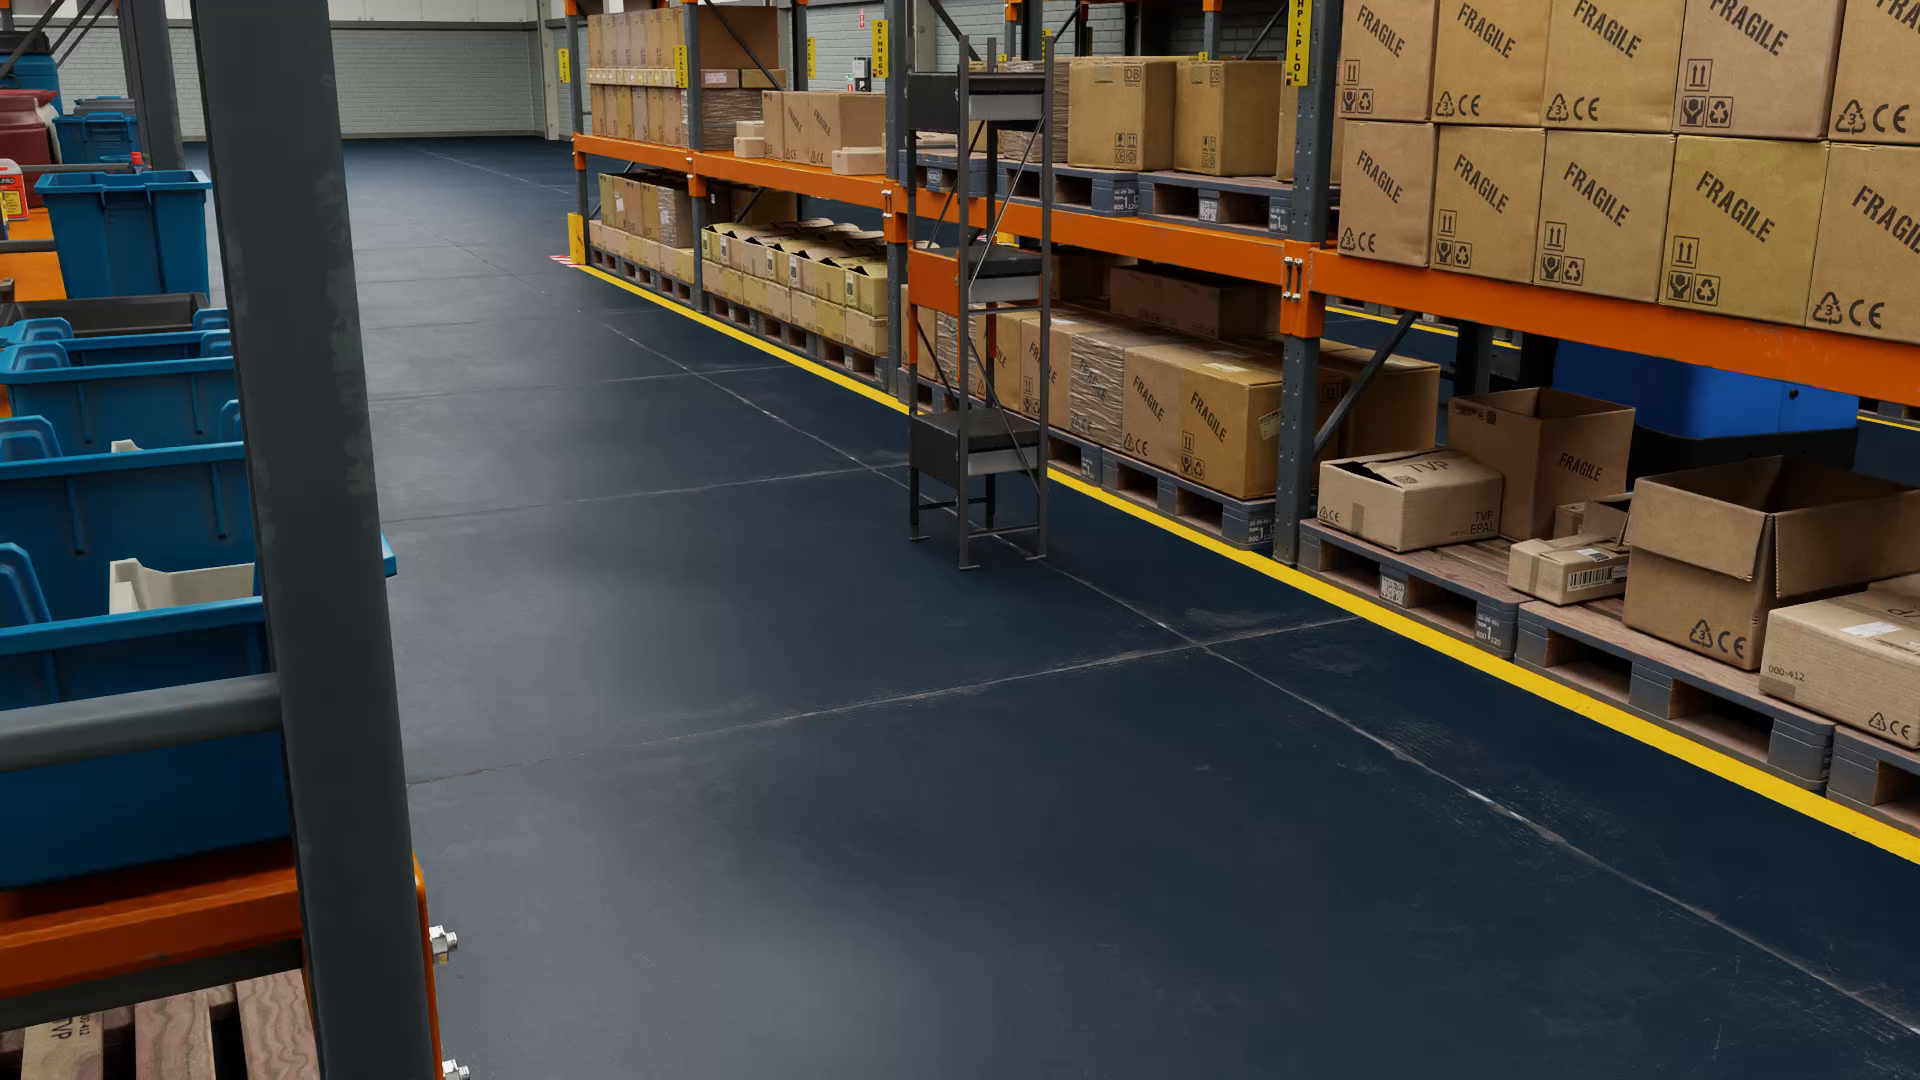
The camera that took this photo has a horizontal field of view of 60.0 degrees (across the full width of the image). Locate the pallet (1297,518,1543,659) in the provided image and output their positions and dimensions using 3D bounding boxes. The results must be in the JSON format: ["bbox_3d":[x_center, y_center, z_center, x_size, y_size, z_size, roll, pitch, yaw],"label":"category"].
[{"bbox_3d":[2.081,0.108,6.492,1.003,0.211,1.213,-8,18,-25],"label":"pallet"}]

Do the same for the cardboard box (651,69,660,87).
[{"bbox_3d":[-2.480,-4.040,14.535,0.380,0.149,0.250,-8,18,-25],"label":"cardboard box"}]

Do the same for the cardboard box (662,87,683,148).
[{"bbox_3d":[-2.161,-3.674,14.434,0.700,0.500,0.500,-8,18,-25],"label":"cardboard box"}]

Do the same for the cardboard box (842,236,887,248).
[{"bbox_3d":[-0.622,-2.093,12.314,0.500,0.311,0.500,-8,18,-26],"label":"cardboard box"}]

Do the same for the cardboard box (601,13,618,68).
[{"bbox_3d":[-3.025,-4.790,15.971,0.700,0.500,0.500,-8,18,-26],"label":"cardboard box"}]

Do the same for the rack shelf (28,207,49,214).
[{"bbox_3d":[-5.302,-1.947,9.902,1.077,0.370,4.000,-8,18,-25],"label":"rack shelf"}]

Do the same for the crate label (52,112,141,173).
[{"bbox_3d":[-4.618,-2.093,9.042,0.502,0.435,0.616,-8,18,-25],"label":"crate label"}]

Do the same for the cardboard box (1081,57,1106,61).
[{"bbox_3d":[1.579,-4.742,17.213,0.500,0.500,0.500,-7,17,-23],"label":"cardboard box"}]

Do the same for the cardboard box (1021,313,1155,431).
[{"bbox_3d":[0.654,-0.874,8.594,0.500,0.500,0.500,-8,18,-27],"label":"cardboard box"}]

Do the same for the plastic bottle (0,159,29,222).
[{"bbox_3d":[-4.390,-1.609,7.646,0.152,0.276,0.135,-8,18,-25],"label":"plastic bottle"}]

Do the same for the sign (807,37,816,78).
[{"bbox_3d":[-1.240,-3.973,13.702,0.100,0.325,0.005,-8,18,-25],"label":"sign"}]

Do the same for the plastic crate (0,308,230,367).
[{"bbox_3d":[-1.441,-0.264,2.926,0.416,0.233,0.300,-8,18,-25],"label":"plastic crate"}]

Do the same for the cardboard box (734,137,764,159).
[{"bbox_3d":[-1.519,-3.021,12.797,0.380,0.149,0.250,-8,18,-25],"label":"cardboard box"}]

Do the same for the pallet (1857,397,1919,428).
[{"bbox_3d":[5.827,-0.844,9.810,1.003,0.211,1.213,-8,18,-25],"label":"pallet"}]

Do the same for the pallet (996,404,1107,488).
[{"bbox_3d":[0.852,-0.563,8.828,1.003,0.211,1.213,-8,18,-25],"label":"pallet"}]

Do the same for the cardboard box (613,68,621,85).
[{"bbox_3d":[-3.044,-4.359,15.646,0.380,0.149,0.250,-8,18,-27],"label":"cardboard box"}]

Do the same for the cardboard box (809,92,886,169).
[{"bbox_3d":[-0.721,-2.857,11.587,0.500,0.500,0.500,-9,18,-28],"label":"cardboard box"}]

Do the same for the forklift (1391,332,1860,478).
[{"bbox_3d":[3.463,-2.015,8.958,1.130,2.935,3.031,-5,17,-15],"label":"forklift"}]

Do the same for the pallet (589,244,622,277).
[{"bbox_3d":[-3.103,-2.854,16.811,1.003,0.211,1.213,-8,18,-25],"label":"pallet"}]

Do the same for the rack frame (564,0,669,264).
[{"bbox_3d":[-3.476,-4.378,17.070,1.000,3.000,0.127,-8,18,-25],"label":"rack frame"}]

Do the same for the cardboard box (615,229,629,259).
[{"bbox_3d":[-3.000,-2.851,15.972,0.500,0.250,0.500,-8,18,-25],"label":"cardboard box"}]

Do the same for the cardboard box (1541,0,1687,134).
[{"bbox_3d":[2.186,-1.525,5.134,0.500,0.500,0.500,-8,18,-27],"label":"cardboard box"}]

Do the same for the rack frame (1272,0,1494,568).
[{"bbox_3d":[1.781,-1.403,6.701,1.000,3.000,0.127,-8,18,-25],"label":"rack frame"}]

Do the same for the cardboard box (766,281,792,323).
[{"bbox_3d":[-1.096,-1.756,12.154,0.500,0.250,0.500,-7,18,-24],"label":"cardboard box"}]

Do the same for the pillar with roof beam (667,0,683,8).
[{"bbox_3d":[-9.696,-11.736,31.831,9.100,9.000,0.400,-8,18,-25],"label":"pillar with roof beam"}]

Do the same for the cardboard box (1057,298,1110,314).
[{"bbox_3d":[0.876,-1.073,9.285,0.500,0.500,0.500,-8,18,-27],"label":"cardboard box"}]

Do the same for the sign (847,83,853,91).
[{"bbox_3d":[-1.767,-7.181,26.770,0.001,0.329,0.234,-8,18,-25],"label":"sign"}]

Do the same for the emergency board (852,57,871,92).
[{"bbox_3d":[-1.617,-7.014,26.254,0.194,1.169,0.643,-8,18,-25],"label":"emergency board"}]

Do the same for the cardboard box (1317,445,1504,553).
[{"bbox_3d":[1.771,-0.192,6.558,0.500,0.311,0.500,-8,18,-25],"label":"cardboard box"}]

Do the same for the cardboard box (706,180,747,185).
[{"bbox_3d":[-2.084,-3.028,15.228,0.500,0.500,0.500,-8,18,-25],"label":"cardboard box"}]

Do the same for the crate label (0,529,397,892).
[{"bbox_3d":[-0.733,0.137,1.529,0.416,0.233,0.303,-8,18,-25],"label":"crate label"}]

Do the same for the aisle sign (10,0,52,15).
[{"bbox_3d":[-8.225,-5.013,14.568,0.394,0.787,0.004,-8,18,-25],"label":"aisle sign"}]

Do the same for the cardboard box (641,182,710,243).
[{"bbox_3d":[-2.554,-2.965,15.008,0.500,0.500,0.500,-8,18,-25],"label":"cardboard box"}]

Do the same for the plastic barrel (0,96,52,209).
[{"bbox_3d":[-4.901,-1.941,8.330,0.600,0.536,0.708,-8,18,-25],"label":"plastic barrel"}]

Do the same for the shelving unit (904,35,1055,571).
[{"bbox_3d":[0.072,-0.968,6.818,0.431,2.100,0.503,-8,18,-25],"label":"shelving unit"}]

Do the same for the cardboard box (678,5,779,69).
[{"bbox_3d":[-1.924,-4.167,13.802,0.700,0.500,0.500,-8,18,-25],"label":"cardboard box"}]

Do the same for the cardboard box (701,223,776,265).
[{"bbox_3d":[-1.767,-2.404,13.396,0.500,0.311,0.500,-8,18,-25],"label":"cardboard box"}]

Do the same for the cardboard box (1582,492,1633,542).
[{"bbox_3d":[2.614,-0.029,5.991,0.500,0.311,0.500,-8,18,-25],"label":"cardboard box"}]

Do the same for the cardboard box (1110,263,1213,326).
[{"bbox_3d":[1.130,-1.295,8.700,0.500,0.250,0.500,-8,18,-26],"label":"cardboard box"}]

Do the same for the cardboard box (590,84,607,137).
[{"bbox_3d":[-3.283,-4.309,16.647,0.700,0.500,0.500,-8,18,-25],"label":"cardboard box"}]

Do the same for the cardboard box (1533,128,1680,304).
[{"bbox_3d":[2.204,-1.041,5.258,0.500,0.500,0.500,-8,18,-25],"label":"cardboard box"}]

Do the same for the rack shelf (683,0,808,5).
[{"bbox_3d":[-0.847,-3.987,11.571,1.077,0.370,4.000,-8,18,-25],"label":"rack shelf"}]

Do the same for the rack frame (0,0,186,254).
[{"bbox_3d":[-2.673,-0.805,4.619,1.000,3.000,0.127,-8,18,-25],"label":"rack frame"}]

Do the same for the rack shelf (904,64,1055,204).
[{"bbox_3d":[0.072,-1.628,6.629,0.431,0.518,0.480,-8,18,-25],"label":"rack shelf"}]

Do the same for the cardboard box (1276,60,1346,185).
[{"bbox_3d":[1.775,-1.797,7.133,0.500,0.500,0.700,15,22,42],"label":"cardboard box"}]

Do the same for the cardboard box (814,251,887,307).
[{"bbox_3d":[-0.656,-1.773,11.197,0.500,0.311,0.500,-8,18,-26],"label":"cardboard box"}]

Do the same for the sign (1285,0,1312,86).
[{"bbox_3d":[1.284,-1.891,6.305,0.100,0.325,0.005,-8,18,-25],"label":"sign"}]

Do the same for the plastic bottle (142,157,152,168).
[{"bbox_3d":[-3.764,-1.635,7.722,0.061,0.283,0.133,-8,18,-25],"label":"plastic bottle"}]
